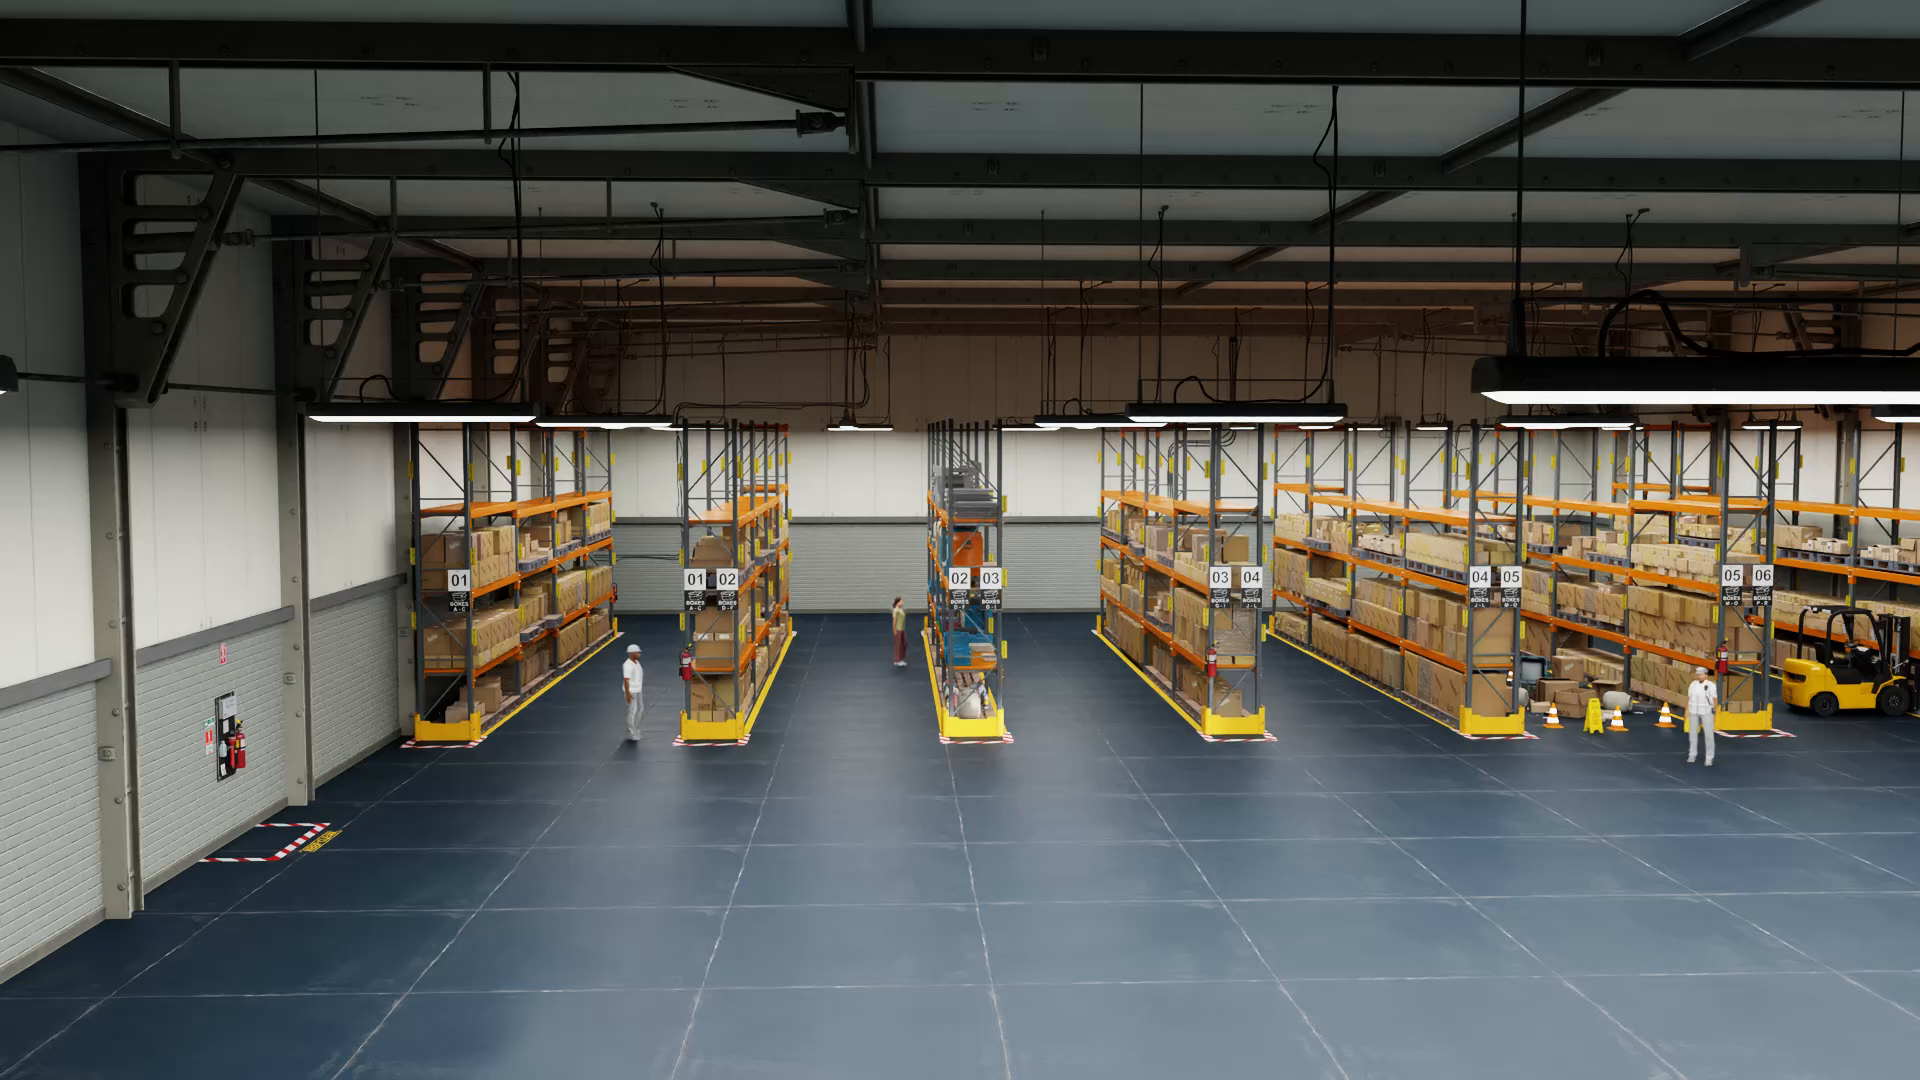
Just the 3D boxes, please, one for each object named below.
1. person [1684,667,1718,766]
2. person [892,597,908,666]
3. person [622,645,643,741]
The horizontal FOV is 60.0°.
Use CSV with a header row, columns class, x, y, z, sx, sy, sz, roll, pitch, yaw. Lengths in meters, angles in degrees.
class,x,y,z,sx,sy,sz,roll,pitch,yaw
person,12.878,3.044,28.907,0.399,1.684,0.520,-4,5,-44
person,-1.497,2.249,40.838,0.358,1.714,0.515,1,4,16
person,-6.120,2.885,31.176,0.378,1.847,0.658,1,4,8
